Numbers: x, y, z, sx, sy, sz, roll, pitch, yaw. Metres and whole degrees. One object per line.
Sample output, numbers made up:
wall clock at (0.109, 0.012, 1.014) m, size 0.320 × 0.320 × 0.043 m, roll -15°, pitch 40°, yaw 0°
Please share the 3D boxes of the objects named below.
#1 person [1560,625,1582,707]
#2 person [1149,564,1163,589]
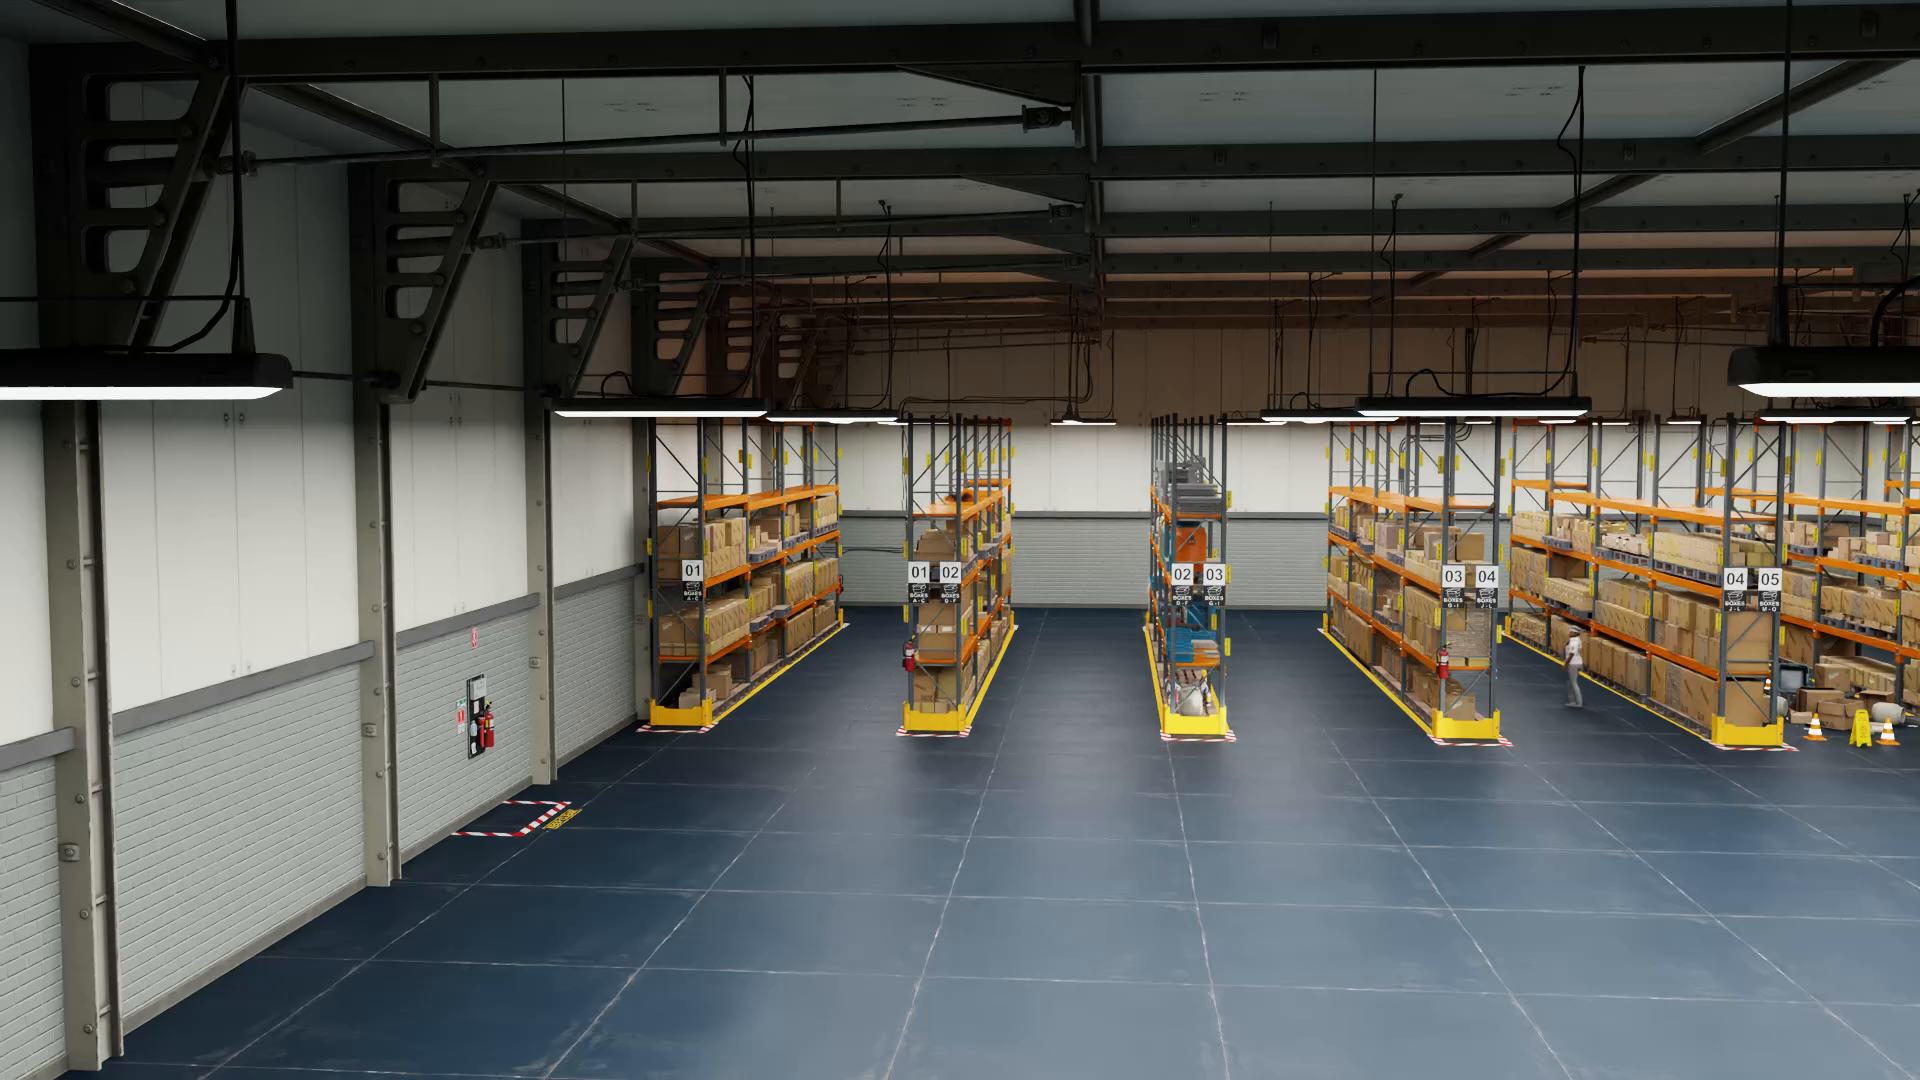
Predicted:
person at (12.553, 2.612, 34.100) m, size 0.502 × 1.750 × 0.520 m, roll -3°, pitch 5°, yaw -40°
person at (5.904, 1.546, 49.907) m, size 0.495 × 1.636 × 1.007 m, roll 1°, pitch 4°, yaw 14°
